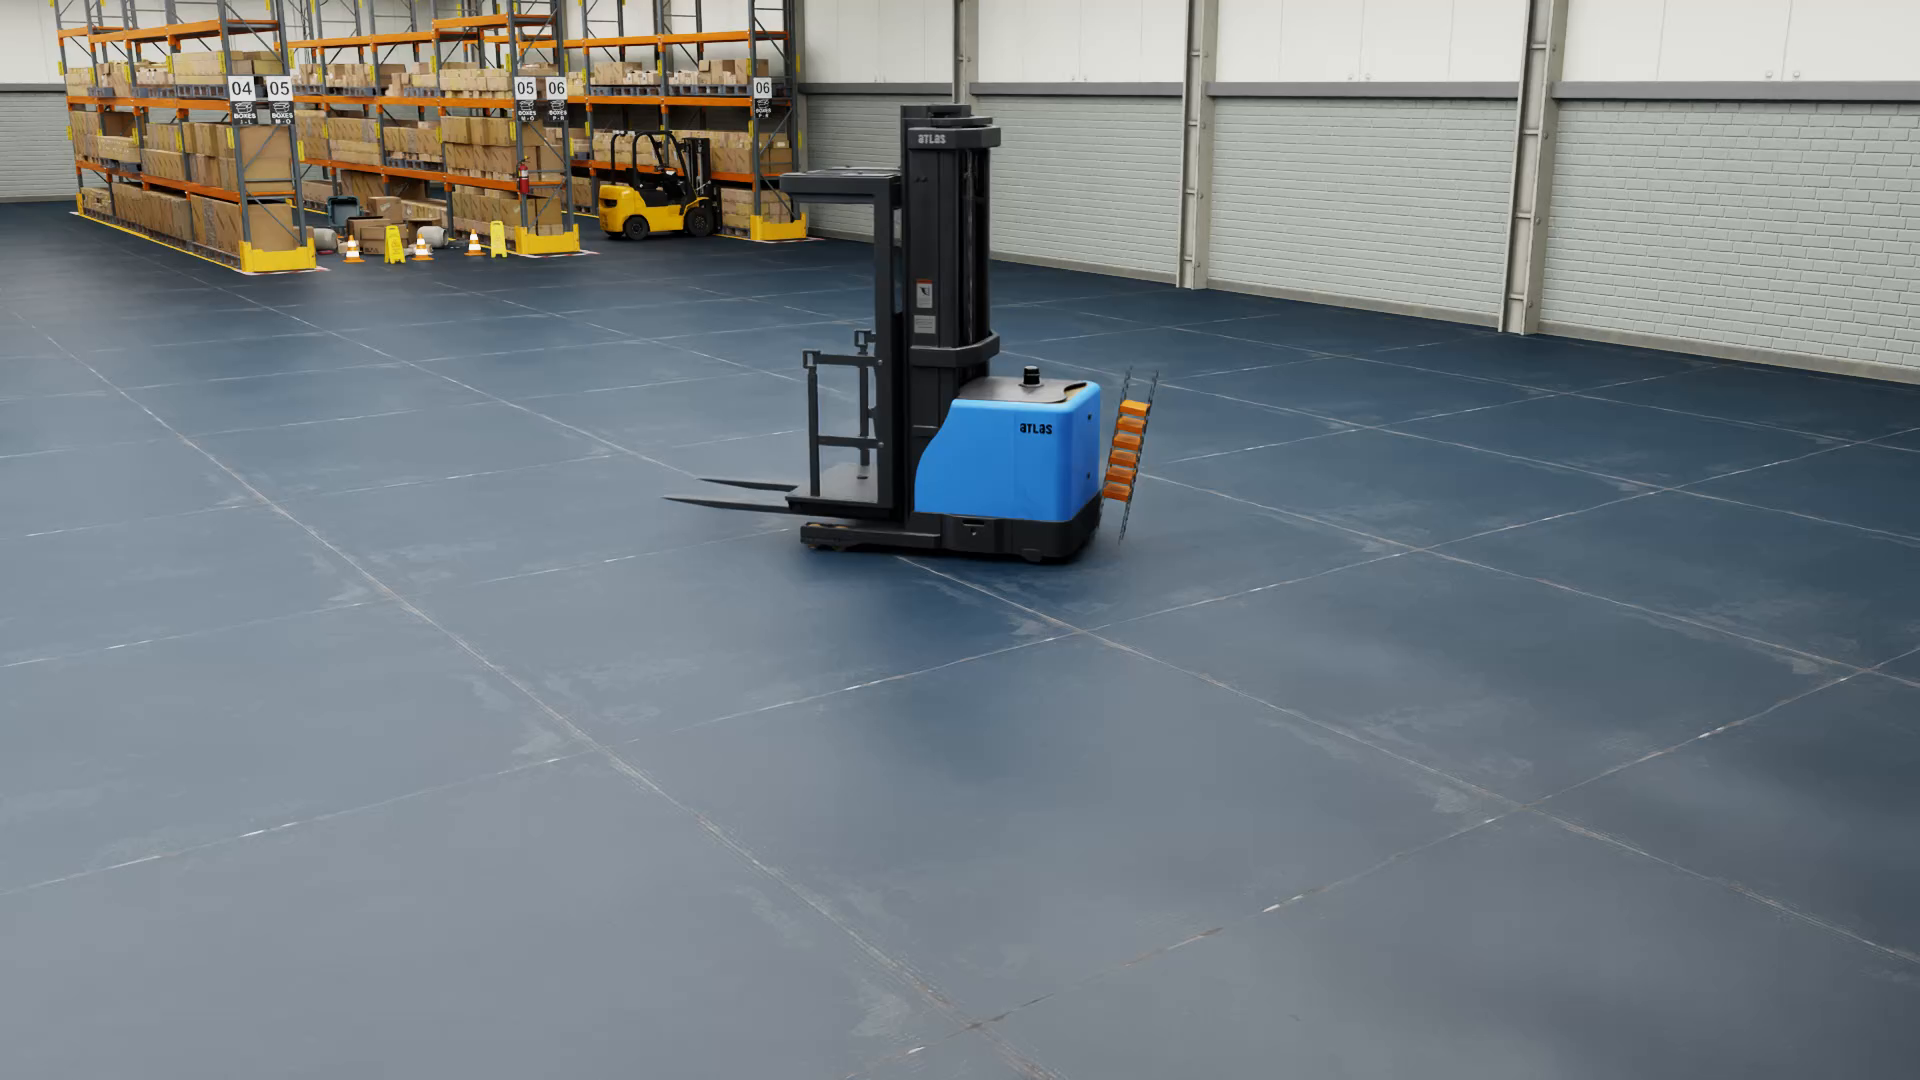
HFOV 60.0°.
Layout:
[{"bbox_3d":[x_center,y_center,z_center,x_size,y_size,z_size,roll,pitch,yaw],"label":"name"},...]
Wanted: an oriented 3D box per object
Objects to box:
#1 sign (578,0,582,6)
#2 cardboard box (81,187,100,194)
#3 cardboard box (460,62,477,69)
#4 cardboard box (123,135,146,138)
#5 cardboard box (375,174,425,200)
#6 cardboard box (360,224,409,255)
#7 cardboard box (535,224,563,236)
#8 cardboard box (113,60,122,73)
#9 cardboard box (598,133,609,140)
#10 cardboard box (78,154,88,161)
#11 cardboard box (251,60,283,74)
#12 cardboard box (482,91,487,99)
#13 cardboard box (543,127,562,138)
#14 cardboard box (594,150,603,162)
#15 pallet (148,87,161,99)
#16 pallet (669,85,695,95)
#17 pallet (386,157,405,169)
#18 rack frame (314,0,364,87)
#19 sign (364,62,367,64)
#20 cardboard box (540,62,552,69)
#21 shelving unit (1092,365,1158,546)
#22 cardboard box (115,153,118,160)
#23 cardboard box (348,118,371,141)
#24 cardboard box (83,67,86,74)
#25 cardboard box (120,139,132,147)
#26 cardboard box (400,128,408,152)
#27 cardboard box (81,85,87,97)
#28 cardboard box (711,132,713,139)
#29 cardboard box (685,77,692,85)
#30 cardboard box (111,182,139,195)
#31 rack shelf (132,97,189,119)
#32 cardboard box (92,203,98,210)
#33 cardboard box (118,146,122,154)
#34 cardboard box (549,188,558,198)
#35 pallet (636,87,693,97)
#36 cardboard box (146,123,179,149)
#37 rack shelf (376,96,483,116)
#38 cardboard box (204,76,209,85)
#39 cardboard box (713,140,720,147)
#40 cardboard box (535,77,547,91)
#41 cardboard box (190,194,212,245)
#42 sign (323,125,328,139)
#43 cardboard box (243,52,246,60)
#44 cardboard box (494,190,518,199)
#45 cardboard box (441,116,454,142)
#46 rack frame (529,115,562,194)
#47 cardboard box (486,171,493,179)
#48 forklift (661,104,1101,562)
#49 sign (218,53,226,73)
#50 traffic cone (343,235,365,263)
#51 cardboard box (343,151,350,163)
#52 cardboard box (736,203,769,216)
[{"bbox_3d":[-8.888,-12.670,38.902,0.100,0.325,0.005,-11,19,-35],"label":"sign"},{"bbox_3d":[-21.082,-8.471,40.321,0.380,0.149,0.250,-12,19,-37],"label":"cardboard box"},{"bbox_3d":[-10.436,-9.858,34.773,0.500,0.250,0.500,-11,19,-36],"label":"cardboard box"},{"bbox_3d":[-18.851,-9.003,38.036,0.500,0.500,0.500,-11,19,-36],"label":"cardboard box"},{"bbox_3d":[-12.806,-7.941,38.136,0.875,0.875,0.875,-11,19,-35],"label":"cardboard box"},{"bbox_3d":[-10.844,-5.672,31.348,0.637,0.503,0.797,4,16,13],"label":"cardboard box"},{"bbox_3d":[-8.014,-5.986,32.177,0.500,0.250,0.500,-11,19,-35],"label":"cardboard box"},{"bbox_3d":[-17.633,-9.994,35.089,0.396,0.266,0.258,-11,19,-35],"label":"cardboard box"},{"bbox_3d":[-8.347,-9.564,39.421,0.380,0.149,0.250,-10,18,-33],"label":"cardboard box"},{"bbox_3d":[-20.892,-9.166,39.860,0.380,0.149,0.250,-12,19,-36],"label":"cardboard box"},{"bbox_3d":[-11.784,-8.016,28.235,0.500,0.250,0.500,-11,19,-35],"label":"cardboard box"},{"bbox_3d":[-8.930,-8.530,31.855,0.380,0.149,0.250,-11,19,-36],"label":"cardboard box"},{"bbox_3d":[-10.398,-10.230,42.287,0.700,0.500,0.500,-11,19,-34],"label":"cardboard box"},{"bbox_3d":[-8.391,-9.169,39.678,0.500,0.250,0.500,-11,19,-34],"label":"cardboard box"},{"bbox_3d":[-15.330,-8.801,32.725,1.003,0.211,1.213,-10,18,-32],"label":"pallet"},{"bbox_3d":[-5.580,-9.746,35.987,1.003,0.211,1.213,-11,19,-35],"label":"pallet"},{"bbox_3d":[-11.962,-8.374,36.855,1.213,0.211,1.003,-11,19,-35],"label":"pallet"},{"bbox_3d":[-14.819,-12.350,39.654,1.000,3.000,0.127,-11,19,-35],"label":"rack frame"},{"bbox_3d":[-14.386,-11.391,40.255,0.100,0.325,0.005,-11,19,-35],"label":"sign"},{"bbox_3d":[-10.571,-12.093,42.538,0.396,0.266,0.258,-11,19,-35],"label":"cardboard box"},{"bbox_3d":[1.130,-0.577,11.381,0.189,1.200,0.258,13,18,10],"label":"shelving unit"},{"bbox_3d":[-17.824,-8.203,35.545,0.380,0.149,0.250,-10,18,-33],"label":"cardboard box"},{"bbox_3d":[-13.870,-9.527,38.621,0.500,0.500,0.500,-11,19,-35],"label":"cardboard box"},{"bbox_3d":[-19.788,-10.720,37.963,0.380,0.149,0.250,-12,19,-37],"label":"cardboard box"},{"bbox_3d":[-17.371,-8.324,34.862,0.380,0.149,0.250,-10,18,-33],"label":"cardboard box"},{"bbox_3d":[-11.760,-8.642,35.922,0.500,0.500,0.500,-10,18,-34],"label":"cardboard box"},{"bbox_3d":[-19.854,-10.321,38.205,0.500,0.250,0.500,-11,19,-35],"label":"cardboard box"},{"bbox_3d":[-5.038,-8.541,35.117,0.380,0.149,0.250,-11,19,-34],"label":"cardboard box"},{"bbox_3d":[-5.632,-9.789,35.469,0.380,0.149,0.250,-10,18,-33],"label":"cardboard box"},{"bbox_3d":[-18.543,-7.827,37.009,0.500,0.250,0.500,-12,19,-37],"label":"cardboard box"},{"bbox_3d":[-15.236,-8.485,32.578,1.077,0.370,4.000,-11,19,-35],"label":"rack shelf"},{"bbox_3d":[-20.330,-7.914,39.413,0.380,0.149,0.250,-12,19,-37],"label":"cardboard box"},{"bbox_3d":[-17.532,-8.238,35.111,0.380,0.149,0.250,-11,19,-34],"label":"cardboard box"},{"bbox_3d":[-10.093,-8.867,42.231,0.500,0.500,0.500,-12,19,-36],"label":"cardboard box"},{"bbox_3d":[-6.632,-10.061,37.332,0.805,0.209,1.217,-12,19,-37],"label":"pallet"},{"bbox_3d":[-16.156,-8.246,33.938,0.700,0.500,0.500,-11,19,-35],"label":"cardboard box"},{"bbox_3d":[-11.291,-9.275,35.464,1.077,0.370,4.000,-11,19,-35],"label":"rack shelf"},{"bbox_3d":[-12.776,-7.917,28.627,0.380,0.149,0.250,-11,19,-35],"label":"cardboard box"},{"bbox_3d":[-4.955,-8.327,34.901,0.380,0.149,0.250,-11,19,-34],"label":"cardboard box"},{"bbox_3d":[-7.844,-8.561,31.211,0.500,0.250,0.500,-11,19,-36],"label":"cardboard box"},{"bbox_3d":[-13.747,-5.991,31.013,0.875,0.875,0.875,-11,19,-34],"label":"cardboard box"},{"bbox_3d":[-15.267,-9.826,40.005,0.100,0.325,0.005,-11,19,-35],"label":"sign"},{"bbox_3d":[-12.244,-8.403,28.895,0.380,0.149,0.250,-11,19,-35],"label":"cardboard box"},{"bbox_3d":[-8.716,-6.644,31.932,0.380,0.149,0.250,-10,18,-33],"label":"cardboard box"},{"bbox_3d":[-10.032,-8.295,33.554,0.700,0.500,0.500,-11,19,-35],"label":"cardboard box"},{"bbox_3d":[-10.806,-10.228,43.264,1.000,3.000,0.127,-11,19,-35],"label":"rack frame"},{"bbox_3d":[-8.965,-7.082,32.245,0.380,0.149,0.250,-11,19,-35],"label":"cardboard box"},{"bbox_3d":[-0.587,-1.472,11.401,3.031,2.935,1.130,5,16,16],"label":"forklift"},{"bbox_3d":[-12.155,-7.859,27.398,0.100,0.325,0.005,-11,19,-35],"label":"sign"},{"bbox_3d":[-10.872,-5.215,29.752,0.336,0.463,0.334,-11,19,-35],"label":"traffic cone"},{"bbox_3d":[-14.180,-9.027,39.161,0.500,0.250,0.500,-11,19,-35],"label":"cardboard box"},{"bbox_3d":[-4.290,-6.838,34.345,0.500,0.250,0.500,-11,19,-35],"label":"cardboard box"}]
